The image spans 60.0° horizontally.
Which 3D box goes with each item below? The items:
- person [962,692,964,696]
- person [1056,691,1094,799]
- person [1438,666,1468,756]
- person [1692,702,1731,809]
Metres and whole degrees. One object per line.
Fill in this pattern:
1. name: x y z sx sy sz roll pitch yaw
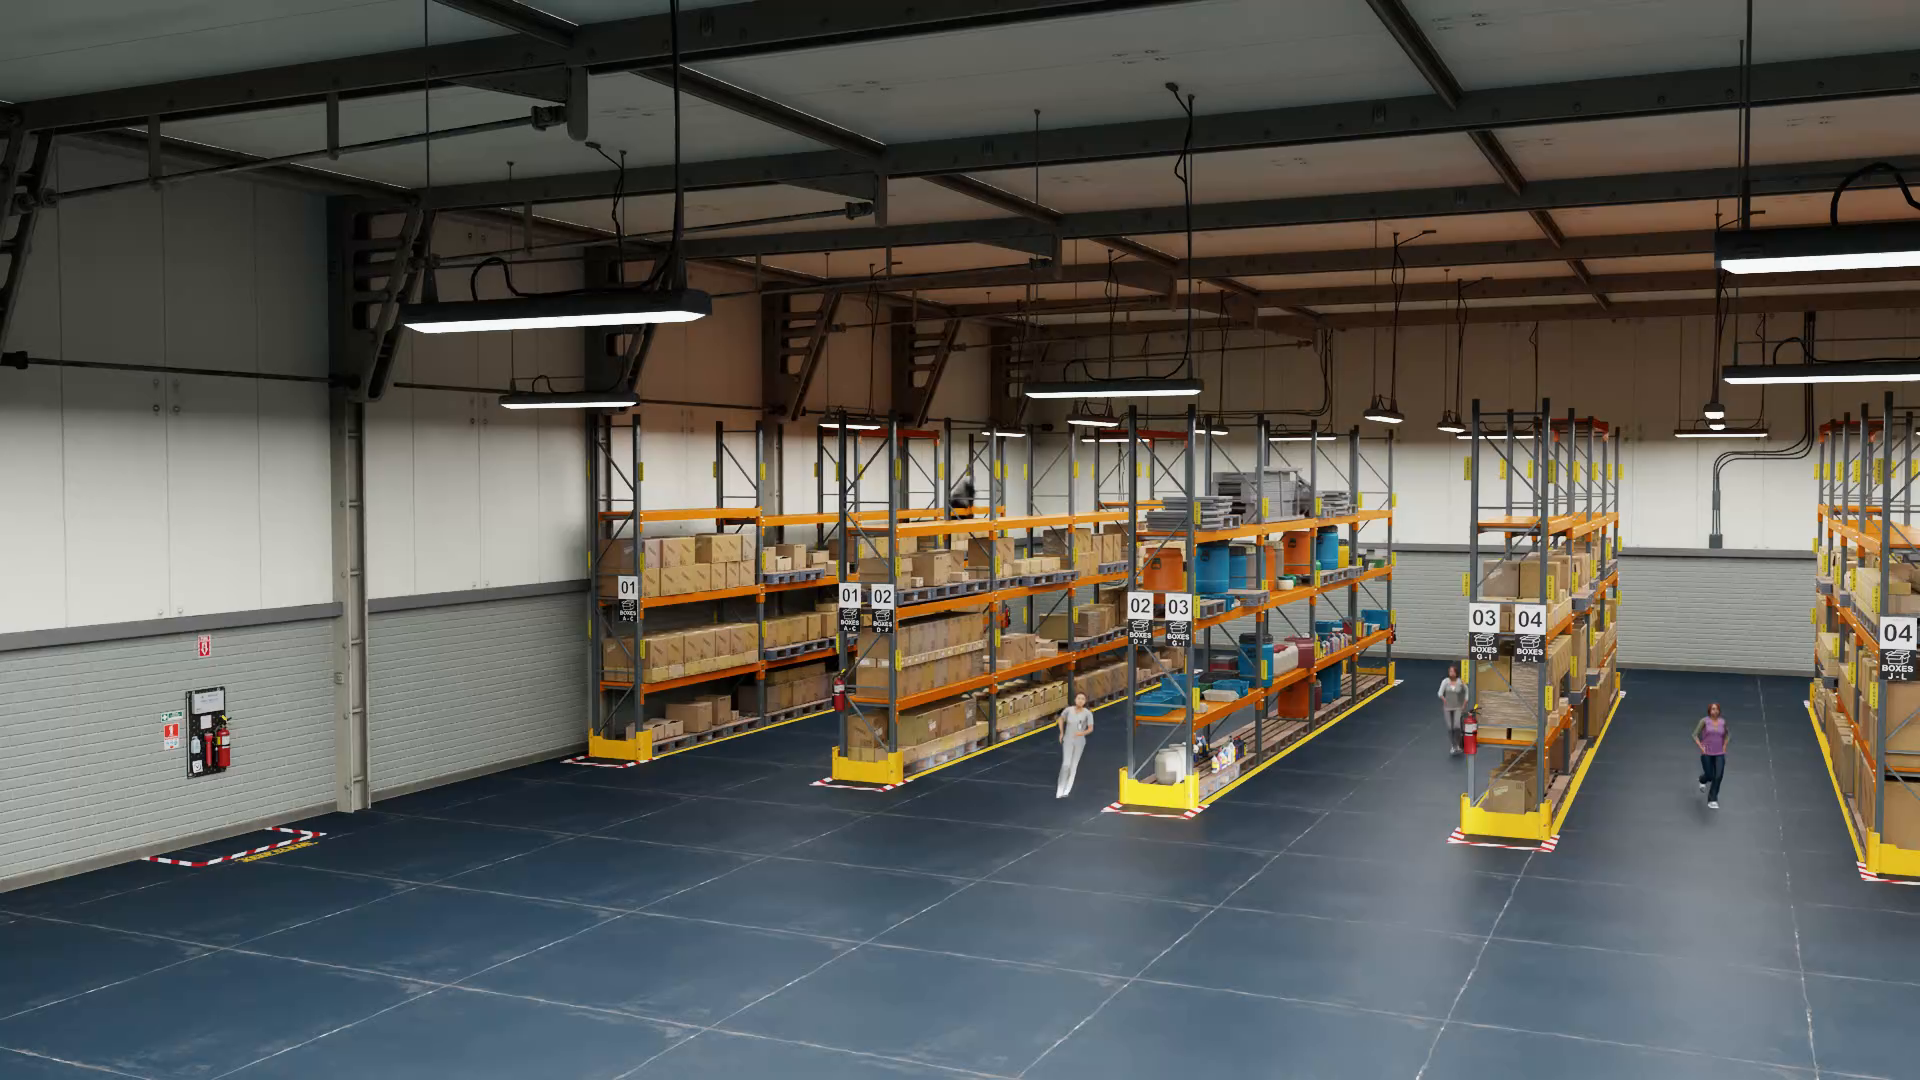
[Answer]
1. person: -0.109 2.739 33.550 0.574 1.831 0.912 1 2 20
2. person: 1.763 3.135 25.493 0.574 1.657 0.630 0 2 3
3. person: 8.681 3.002 29.283 0.532 1.577 0.627 1 3 26
4. person: 11.239 3.198 24.841 0.554 1.548 0.679 0 2 7
